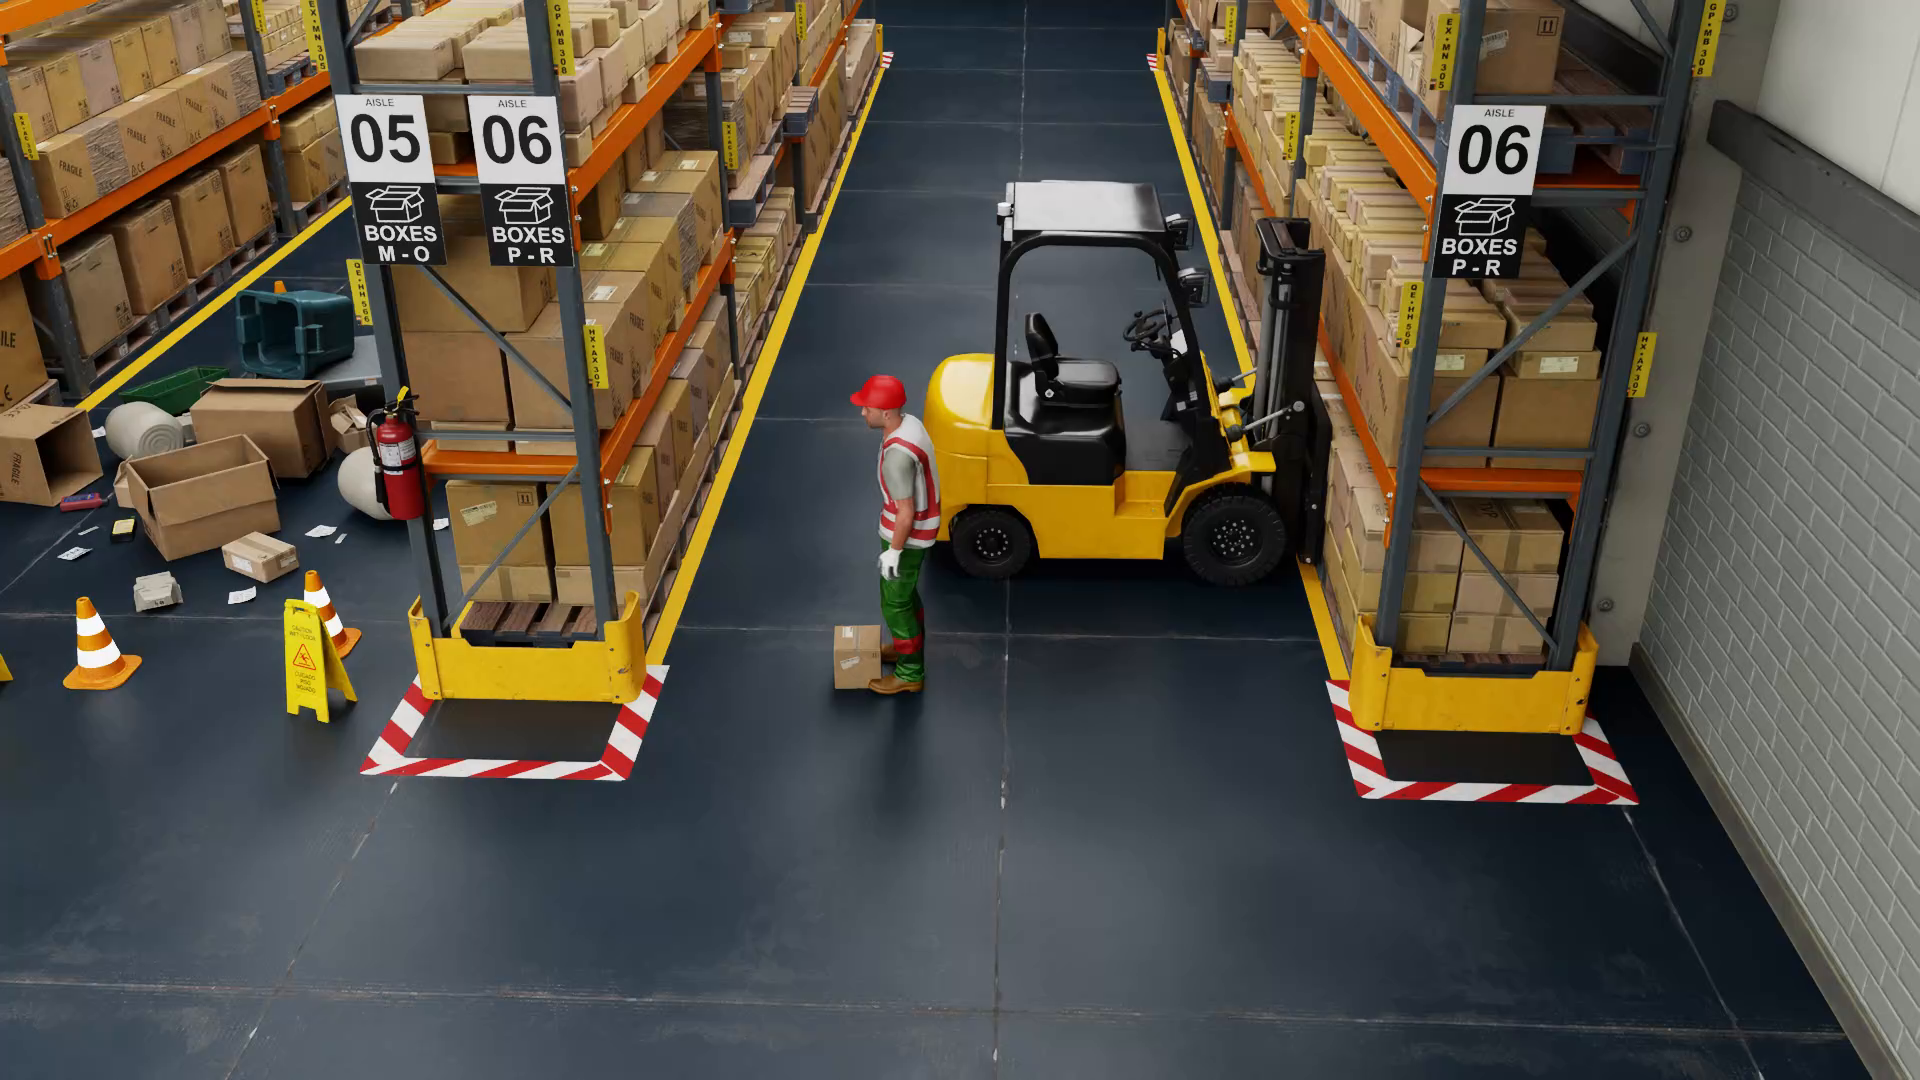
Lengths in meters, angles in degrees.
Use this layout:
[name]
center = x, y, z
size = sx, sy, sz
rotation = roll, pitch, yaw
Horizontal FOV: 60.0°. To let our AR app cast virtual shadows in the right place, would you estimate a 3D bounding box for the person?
[person]
center = -0.323, -0.039, 8.679
size = 0.453, 1.778, 0.606
rotation = 1, 28, 2
